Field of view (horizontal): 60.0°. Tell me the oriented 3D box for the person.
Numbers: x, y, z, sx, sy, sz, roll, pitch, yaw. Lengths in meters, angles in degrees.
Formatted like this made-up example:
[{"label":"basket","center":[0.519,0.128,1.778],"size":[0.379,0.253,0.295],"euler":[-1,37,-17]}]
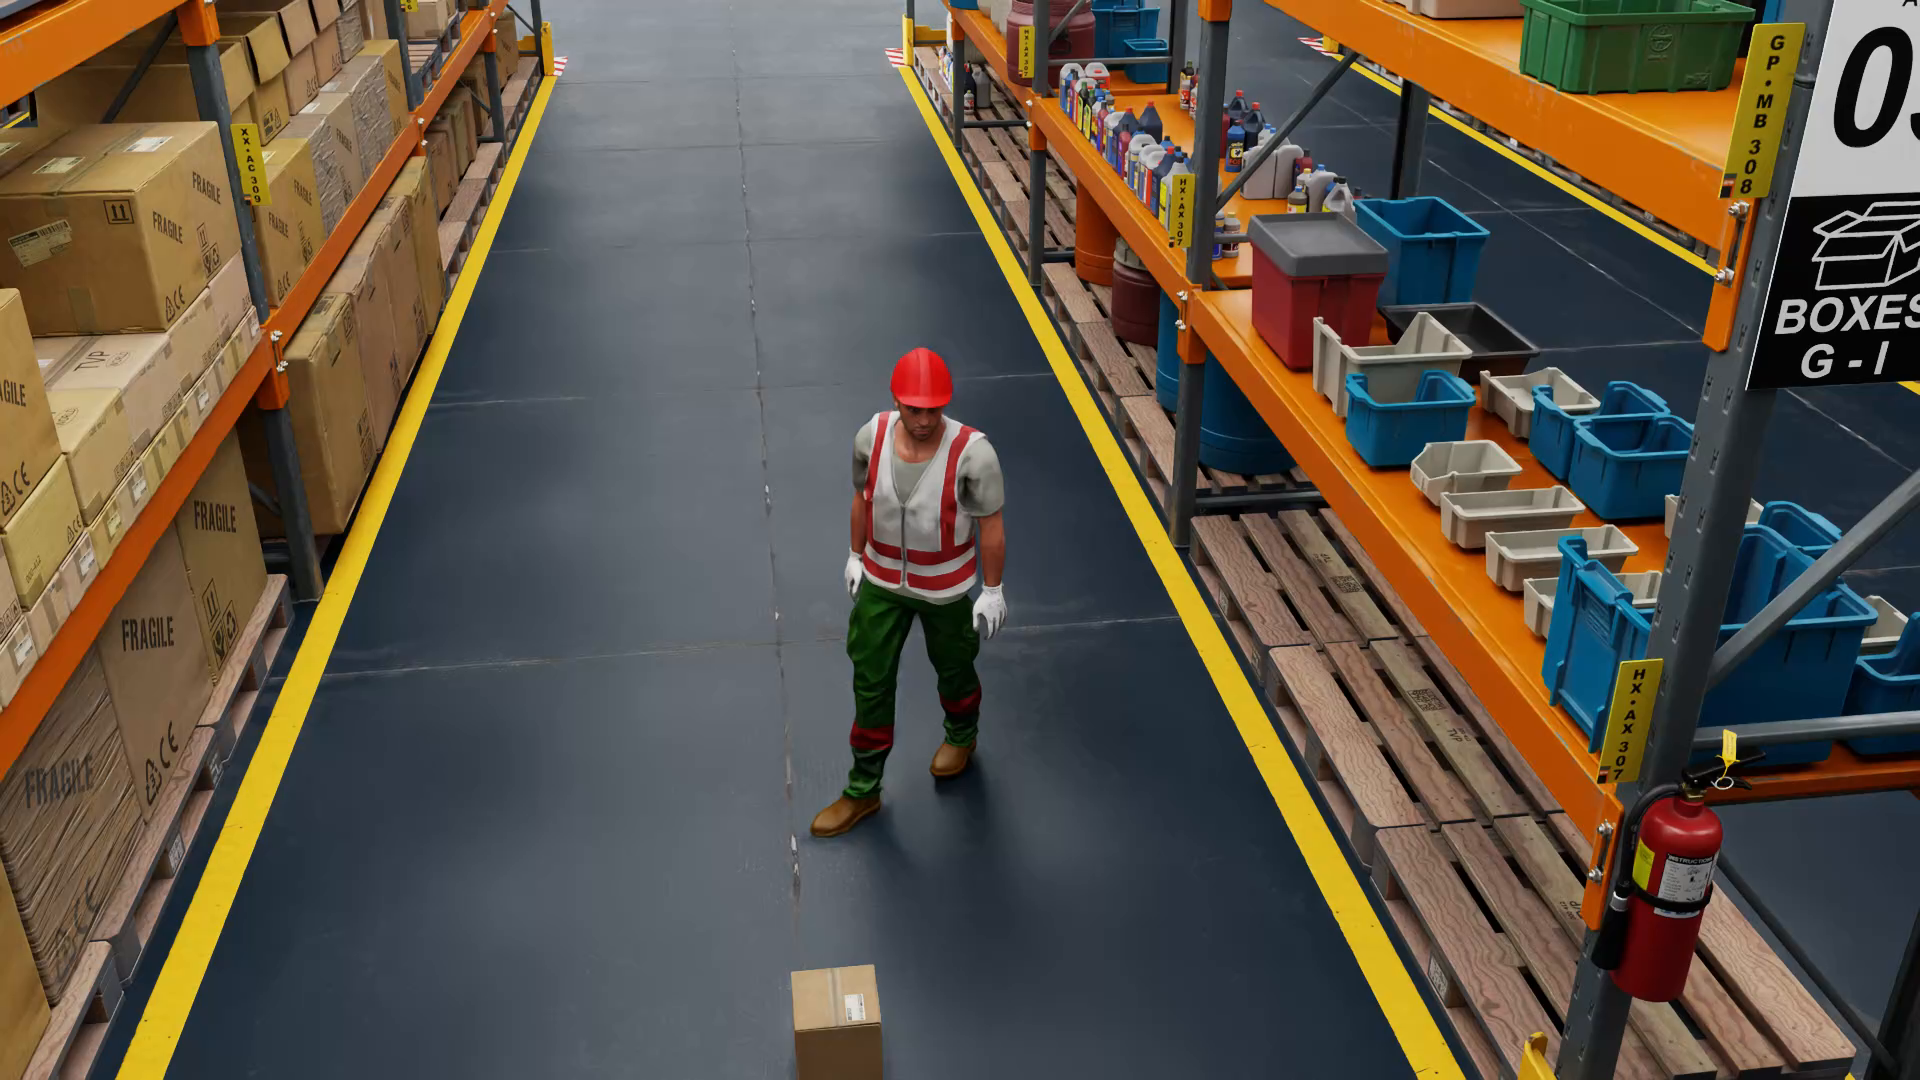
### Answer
[{"label":"person","center":[-0.142,0.160,5.785],"size":[0.625,1.784,0.729],"euler":[9,28,16]}]
